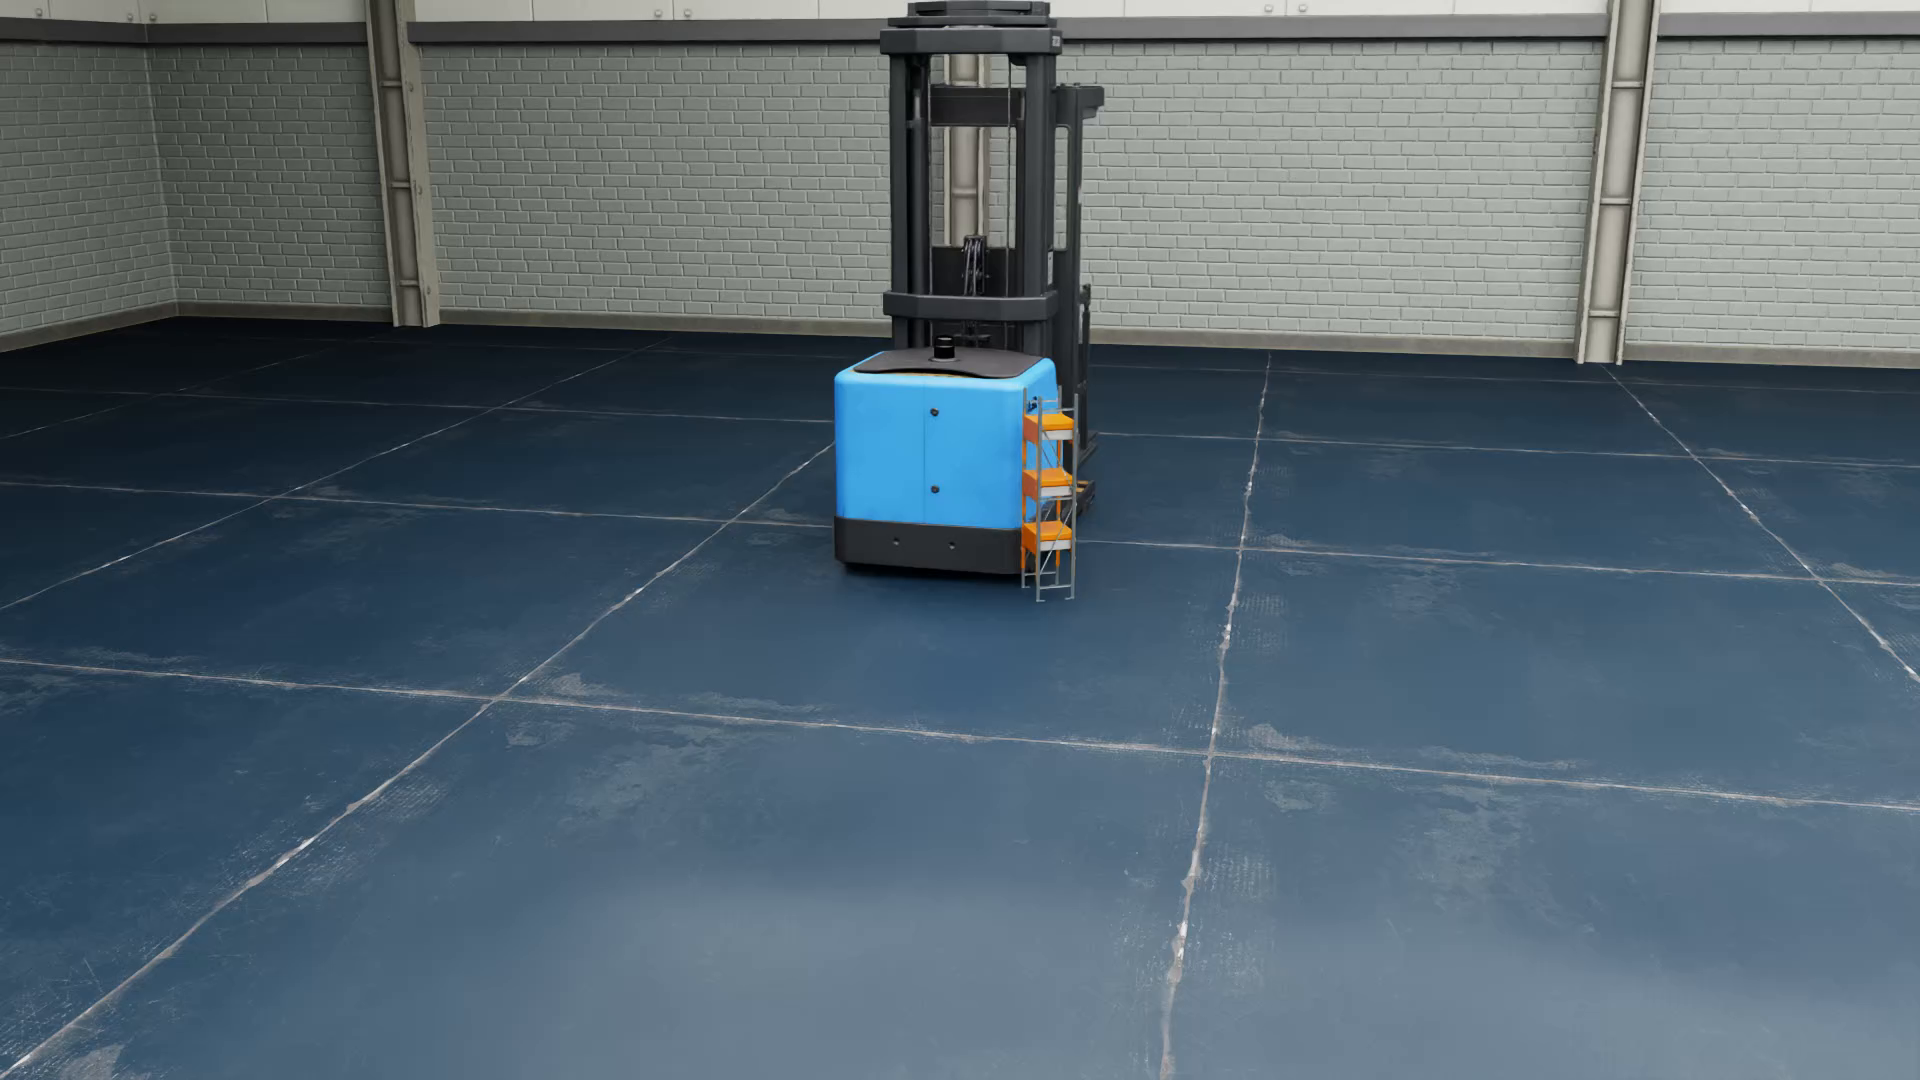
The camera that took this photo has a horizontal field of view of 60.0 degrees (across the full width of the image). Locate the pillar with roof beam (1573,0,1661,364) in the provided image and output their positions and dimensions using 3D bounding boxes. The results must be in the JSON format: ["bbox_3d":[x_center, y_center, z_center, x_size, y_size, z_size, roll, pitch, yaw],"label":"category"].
[{"bbox_3d":[5.087,-4.880,10.251,0.400,9.000,9.100,3,16,11],"label":"pillar with roof beam"}]

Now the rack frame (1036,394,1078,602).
[{"bbox_3d":[0.480,-0.201,8.251,0.200,1.050,0.008,-4,16,-15],"label":"rack frame"}]

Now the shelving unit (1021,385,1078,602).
[{"bbox_3d":[0.447,-0.233,8.365,0.215,1.050,0.252,-4,16,-15],"label":"shelving unit"}]

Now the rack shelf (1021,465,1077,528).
[{"bbox_3d":[0.447,-0.222,8.368,0.215,0.259,0.240,-4,16,-15],"label":"rack shelf"}]

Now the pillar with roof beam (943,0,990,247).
[{"bbox_3d":[-0.793,-5.199,11.403,0.400,9.000,9.100,3,16,11],"label":"pillar with roof beam"}]

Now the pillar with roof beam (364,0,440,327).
[{"bbox_3d":[-6.673,-5.518,12.556,0.400,9.000,9.100,3,16,11],"label":"pillar with roof beam"}]

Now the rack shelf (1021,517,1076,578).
[{"bbox_3d":[0.447,0.046,8.442,0.215,0.259,0.240,-4,16,-15],"label":"rack shelf"}]

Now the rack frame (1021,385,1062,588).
[{"bbox_3d":[0.414,-0.264,8.478,0.200,1.050,0.008,-4,16,-15],"label":"rack frame"}]

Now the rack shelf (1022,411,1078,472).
[{"bbox_3d":[0.447,-0.496,8.292,0.215,0.259,0.240,-4,16,-15],"label":"rack shelf"}]

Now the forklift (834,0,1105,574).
[{"bbox_3d":[0.211,-1.585,9.725,1.130,2.935,3.031,4,16,15],"label":"forklift"}]
